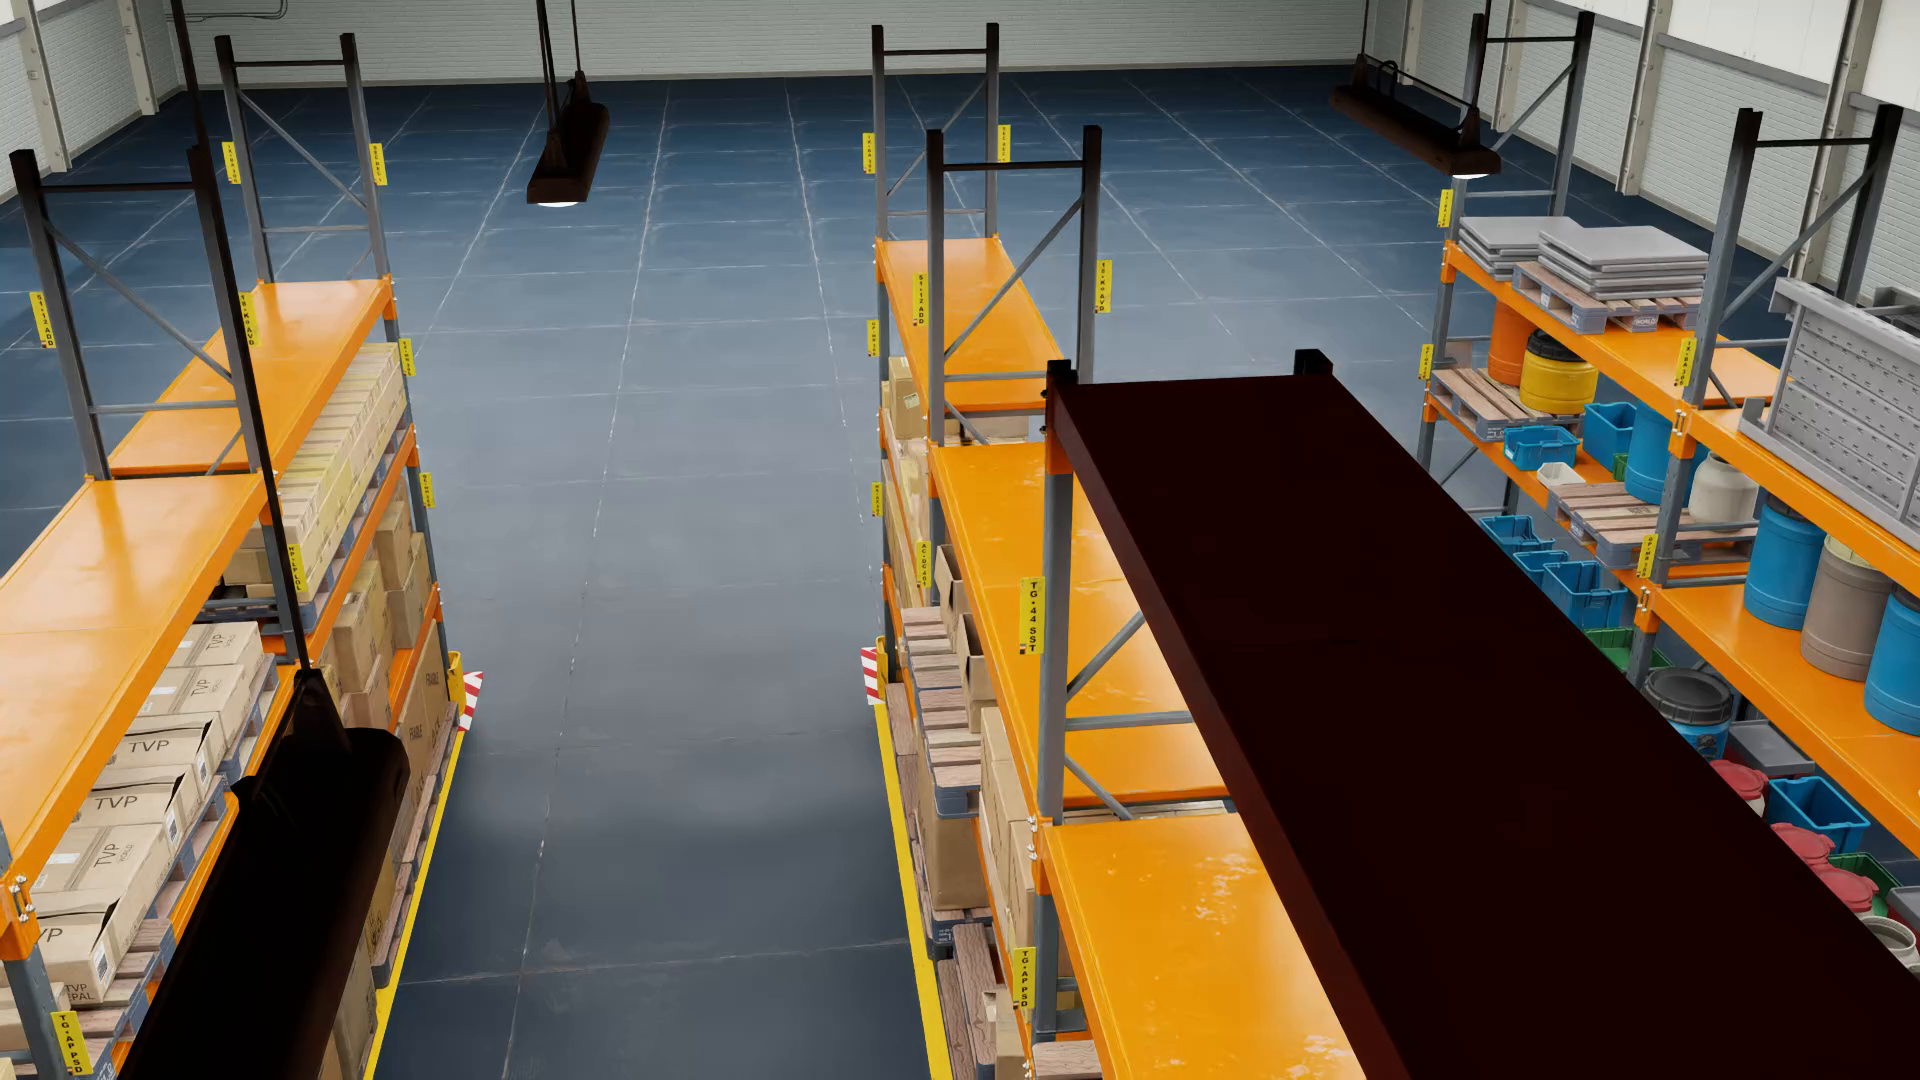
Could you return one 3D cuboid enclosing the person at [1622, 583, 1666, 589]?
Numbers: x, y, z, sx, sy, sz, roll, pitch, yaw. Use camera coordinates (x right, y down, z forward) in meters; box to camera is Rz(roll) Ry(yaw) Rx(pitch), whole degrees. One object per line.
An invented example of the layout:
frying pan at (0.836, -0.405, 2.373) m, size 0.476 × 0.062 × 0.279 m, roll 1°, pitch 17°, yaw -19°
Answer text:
person at (7.010, -0.184, 16.892) m, size 0.568 × 1.705 × 1.164 m, roll 3°, pitch 26°, yaw 5°
